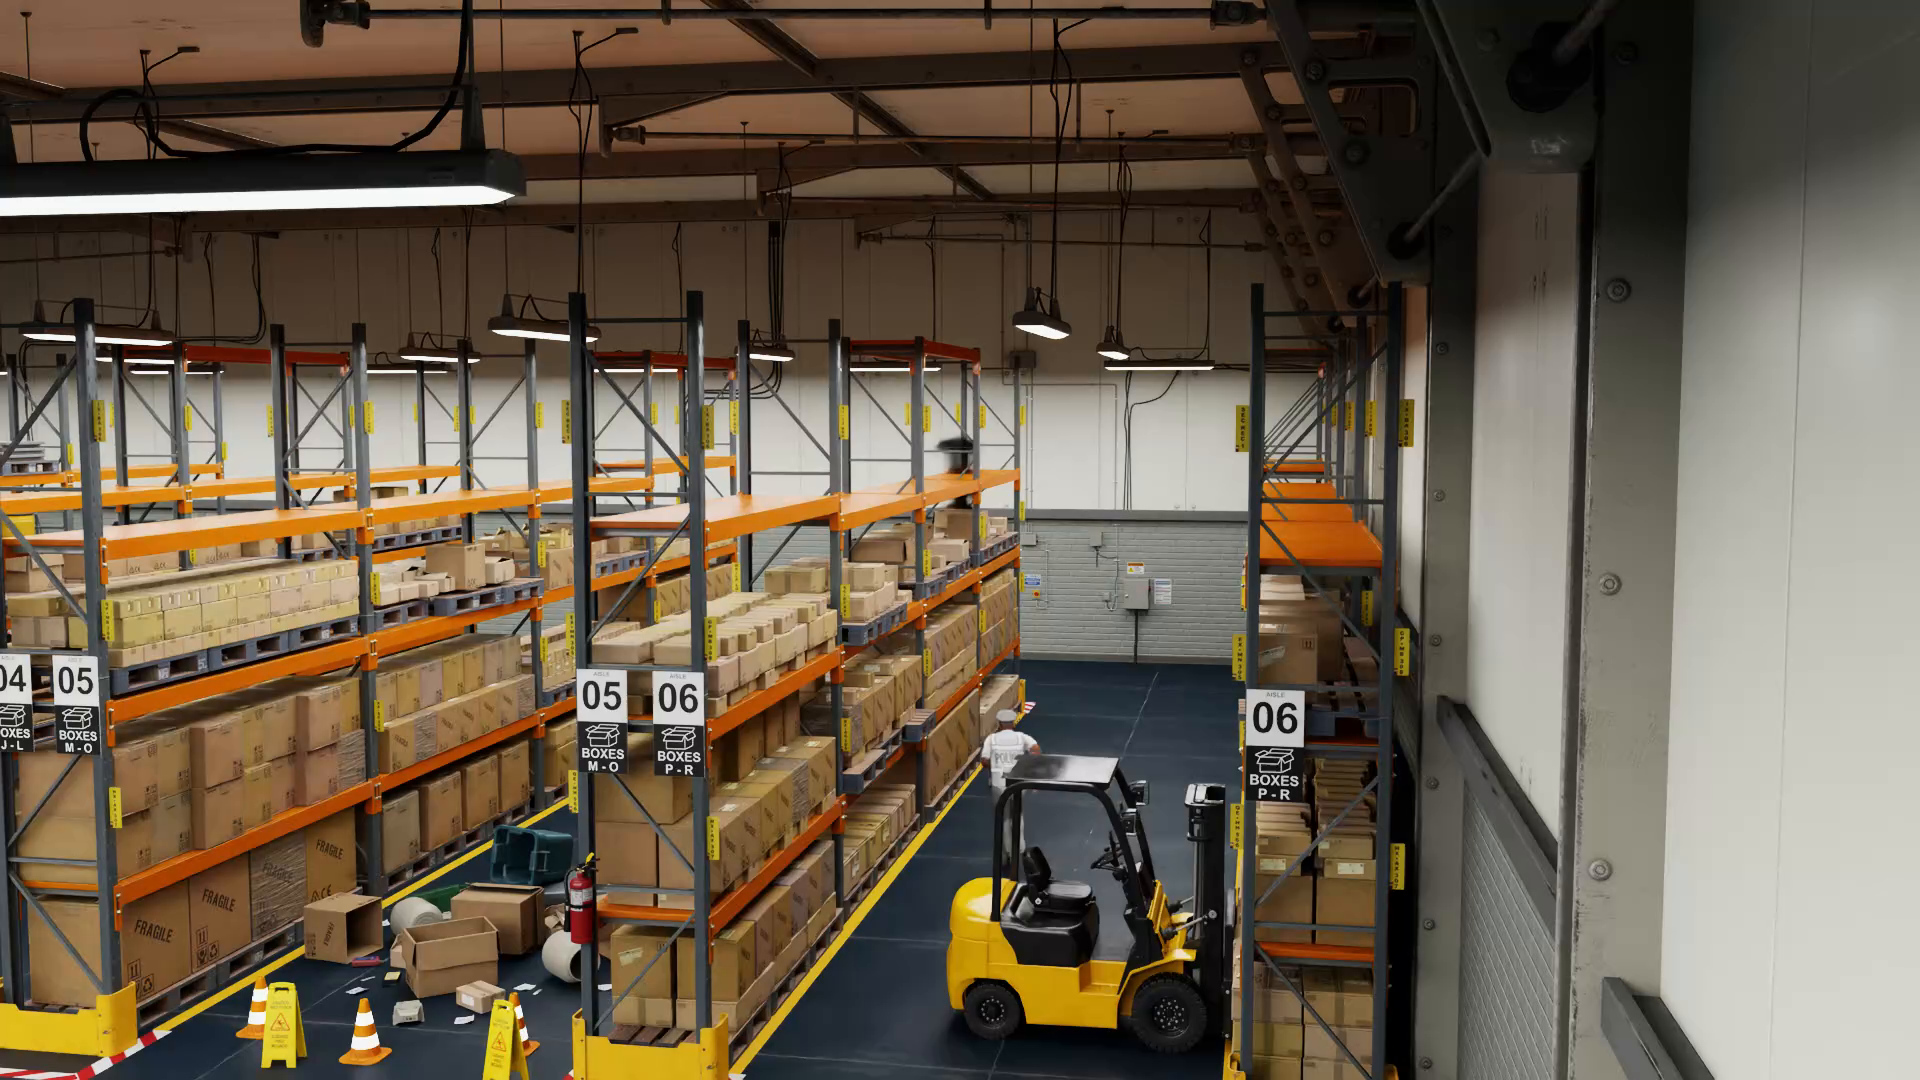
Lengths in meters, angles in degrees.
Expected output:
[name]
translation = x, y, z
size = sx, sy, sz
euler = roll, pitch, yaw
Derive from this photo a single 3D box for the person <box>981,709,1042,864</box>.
[person]
translation = 0.567, 2.799, 18.975
size = 0.653, 1.698, 0.737
euler = -1, 5, -8
